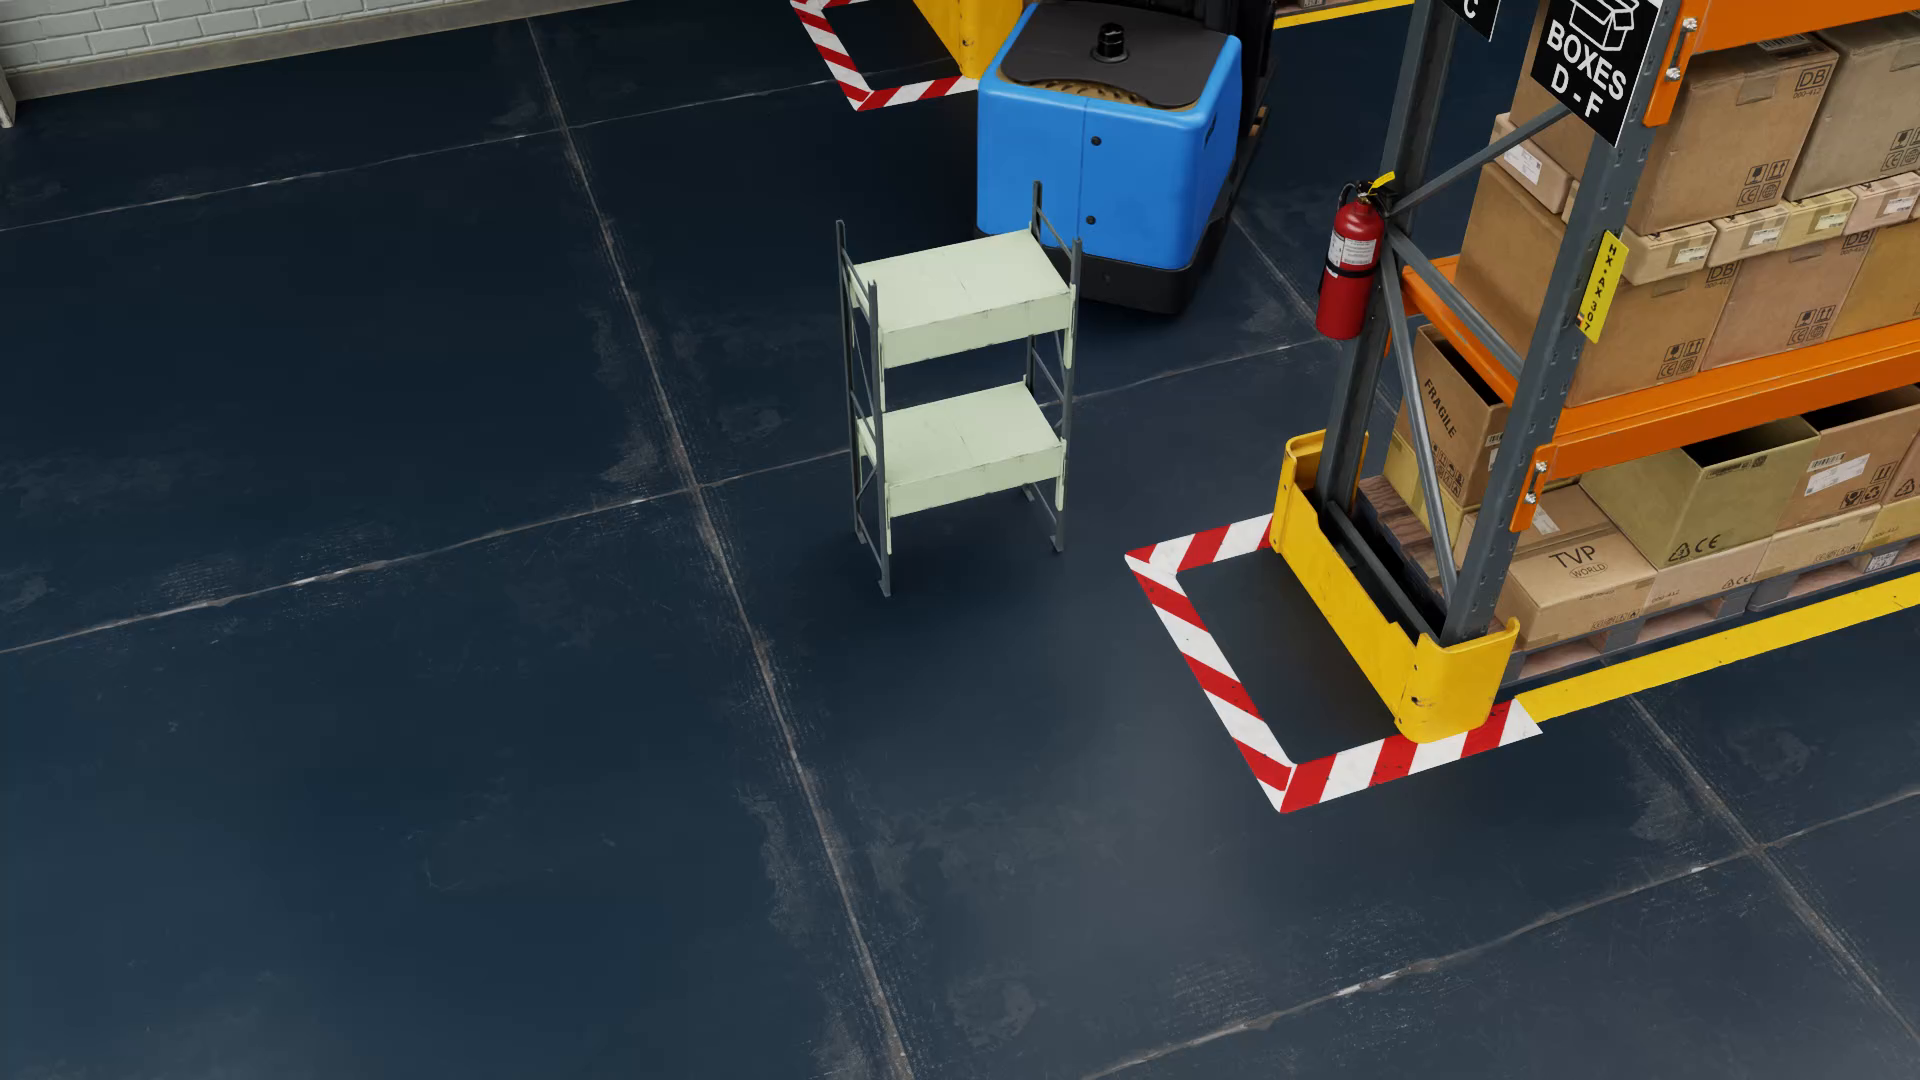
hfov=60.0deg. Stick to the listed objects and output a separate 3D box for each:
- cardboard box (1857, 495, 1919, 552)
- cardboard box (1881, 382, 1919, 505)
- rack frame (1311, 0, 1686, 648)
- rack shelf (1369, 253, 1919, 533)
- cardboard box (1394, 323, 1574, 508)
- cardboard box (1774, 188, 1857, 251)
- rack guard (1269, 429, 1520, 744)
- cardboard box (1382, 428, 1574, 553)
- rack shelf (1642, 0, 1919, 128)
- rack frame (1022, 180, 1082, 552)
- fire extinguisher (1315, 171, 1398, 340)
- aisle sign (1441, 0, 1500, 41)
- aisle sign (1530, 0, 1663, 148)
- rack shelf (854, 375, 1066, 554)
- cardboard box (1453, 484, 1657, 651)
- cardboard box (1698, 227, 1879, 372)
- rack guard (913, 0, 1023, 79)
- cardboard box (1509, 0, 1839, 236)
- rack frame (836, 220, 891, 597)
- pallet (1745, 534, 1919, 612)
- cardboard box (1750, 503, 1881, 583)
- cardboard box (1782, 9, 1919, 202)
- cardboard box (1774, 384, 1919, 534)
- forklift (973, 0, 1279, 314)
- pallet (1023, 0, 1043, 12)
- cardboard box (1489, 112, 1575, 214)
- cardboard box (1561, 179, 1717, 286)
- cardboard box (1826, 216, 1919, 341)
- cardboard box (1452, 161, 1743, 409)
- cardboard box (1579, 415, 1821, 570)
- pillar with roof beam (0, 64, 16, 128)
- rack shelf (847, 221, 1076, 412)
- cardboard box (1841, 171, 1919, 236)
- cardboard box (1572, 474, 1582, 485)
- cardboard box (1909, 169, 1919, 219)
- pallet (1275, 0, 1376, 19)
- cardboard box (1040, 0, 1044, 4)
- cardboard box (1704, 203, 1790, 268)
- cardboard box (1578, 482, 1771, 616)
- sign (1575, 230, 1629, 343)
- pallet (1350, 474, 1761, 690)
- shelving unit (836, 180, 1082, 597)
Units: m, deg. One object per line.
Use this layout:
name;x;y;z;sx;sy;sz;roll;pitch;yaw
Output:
cardboard box;3.610;-0.264;6.540;0.500;0.250;0.500;-14;47;-14
cardboard box;3.610;-0.528;6.274;0.500;0.500;0.500;-14;47;-14
rack frame;1.618;-0.746;5.375;0.127;3.000;1.000;-14;47;-14
rack shelf;3.500;-0.973;6.110;4.000;0.370;1.077;-14;47;-14
cardboard box;2.022;-0.515;6.261;0.500;0.500;0.500;-14;47;-14
cardboard box;2.543;-1.085;5.185;0.250;0.149;0.380;-14;47;-14
rack guard;1.596;0.143;6.255;0.348;0.500;1.175;-14;47;-14
cardboard box;2.022;-0.249;6.525;0.500;0.250;0.500;-14;47;-14
rack shelf;3.500;-2.032;5.047;4.000;0.370;1.077;-14;47;-14
rack frame;0.338;-0.616;6.305;0.023;1.500;0.400;-14;47;-14
fire extinguisher;1.349;-0.999;5.683;0.183;0.674;0.296;-14;47;-14
aisle sign;1.457;-1.843;4.634;0.004;0.787;0.394;-14;47;-14
aisle sign;1.661;-1.443;4.235;0.004;0.787;0.394;-14;47;-14
rack shelf;-0.006;-0.298;6.448;0.720;0.370;0.431;-14;47;-14
cardboard box;2.198;0.096;6.181;0.500;0.250;0.500;-14;47;-14
cardboard box;2.554;-1.014;5.572;0.500;0.500;0.700;-13;47;-13
rack guard;0.004;-3.181;9.567;0.348;0.500;1.175;-14;47;-14
cardboard box;2.112;-1.355;4.997;0.500;0.500;0.700;-14;47;-14
rack frame;-0.351;-0.440;6.129;0.023;1.500;0.400;-14;47;-14
pallet;3.469;-0.264;6.864;1.213;0.211;1.003;-14;47;-14
cardboard box;3.138;-0.147;6.423;0.500;0.250;0.500;-14;47;-14
cardboard box;2.604;-1.485;5.126;0.500;0.500;0.700;-15;47;-15
cardboard box;3.134;-0.419;6.165;0.500;0.500;0.500;-14;47;-14
forklift;1.023;-3.143;7.813;1.130;2.935;3.031;14;47;13
pallet;0.781;-3.251;9.841;1.213;0.211;1.003;-14;47;-14
cardboard box;1.913;-1.229;5.328;0.250;0.149;0.380;-15;47;-15
cardboard box;2.061;-0.961;5.061;0.250;0.149;0.380;-15;47;-14
cardboard box;3.023;-1.130;5.688;0.500;0.500;0.700;-14;47;-14
cardboard box;2.062;-0.885;5.443;0.500;0.500;0.700;-14;47;-14
cardboard box;2.668;-0.290;6.037;0.500;0.500;0.500;-14;47;-14
pillar with roof beam;-3.884;-2.596;2.984;0.400;9.000;9.100;-14;47;-14
rack shelf;-0.006;-0.803;5.941;0.720;0.370;0.431;-14;47;-14
cardboard box;2.781;-1.144;5.244;0.250;0.149;0.380;-15;47;-14
cardboard box;2.489;-0.377;6.653;0.500;0.250;0.500;-14;47;-14
cardboard box;3.031;-1.210;5.310;0.250;0.149;0.380;-16;47;-15
pallet;1.926;-3.541;10.131;1.213;0.211;1.003;-14;47;-14
cardboard box;0.614;-3.358;9.566;0.500;0.311;0.500;-19;48;-18
cardboard box;2.308;-1.026;5.126;0.250;0.149;0.380;-15;47;-15
cardboard box;2.667;-0.027;6.304;0.500;0.250;0.500;-14;47;-14
sign;1.801;-0.708;4.671;0.005;0.325;0.100;-14;47;-14
pallet;2.323;0.027;6.574;1.213;0.211;1.003;-14;47;-14
shelving unit;-0.006;-0.528;6.217;0.755;1.500;0.431;-14;47;-14
